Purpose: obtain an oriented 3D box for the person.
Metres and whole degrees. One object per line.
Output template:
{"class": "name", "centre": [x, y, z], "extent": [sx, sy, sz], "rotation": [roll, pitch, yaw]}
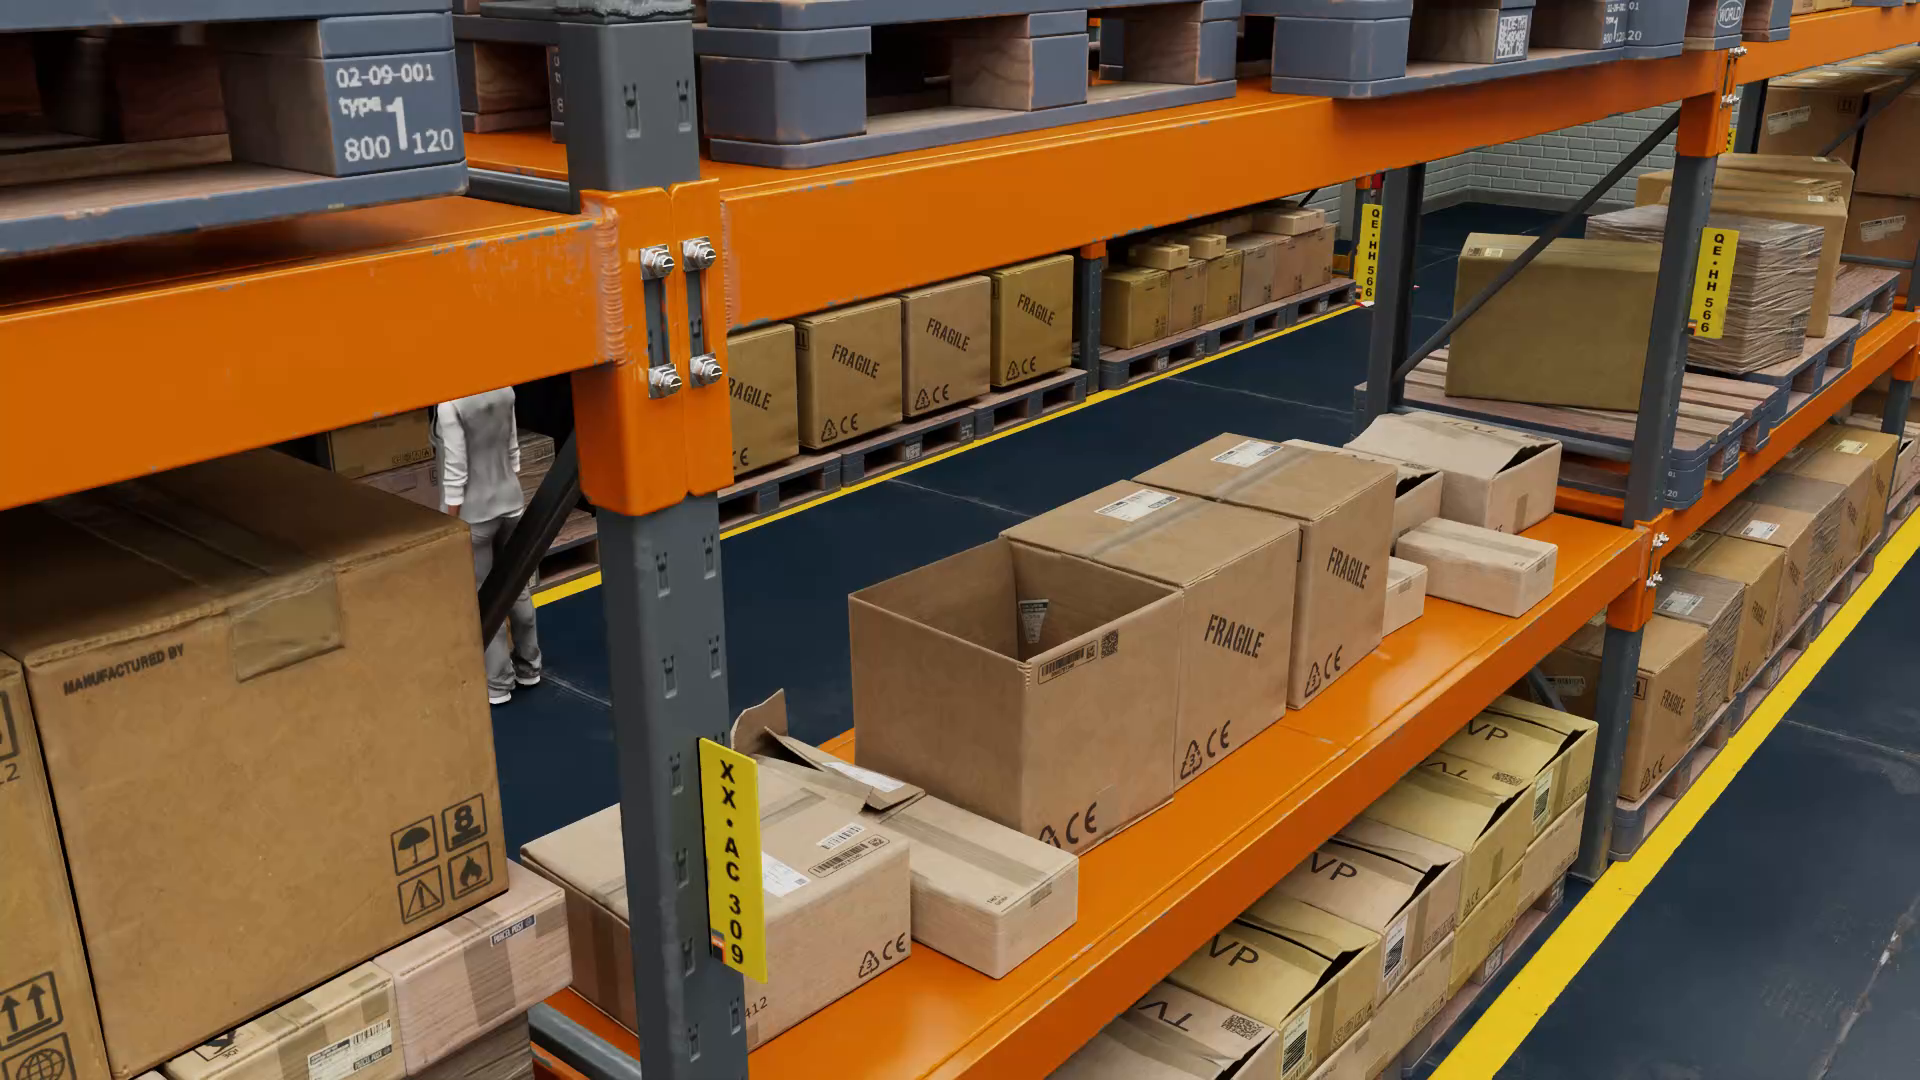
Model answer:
{"class": "person", "centre": [-1.966, -0.092, 6.852], "extent": [0.324, 1.586, 0.408], "rotation": [12, 24, 29]}
